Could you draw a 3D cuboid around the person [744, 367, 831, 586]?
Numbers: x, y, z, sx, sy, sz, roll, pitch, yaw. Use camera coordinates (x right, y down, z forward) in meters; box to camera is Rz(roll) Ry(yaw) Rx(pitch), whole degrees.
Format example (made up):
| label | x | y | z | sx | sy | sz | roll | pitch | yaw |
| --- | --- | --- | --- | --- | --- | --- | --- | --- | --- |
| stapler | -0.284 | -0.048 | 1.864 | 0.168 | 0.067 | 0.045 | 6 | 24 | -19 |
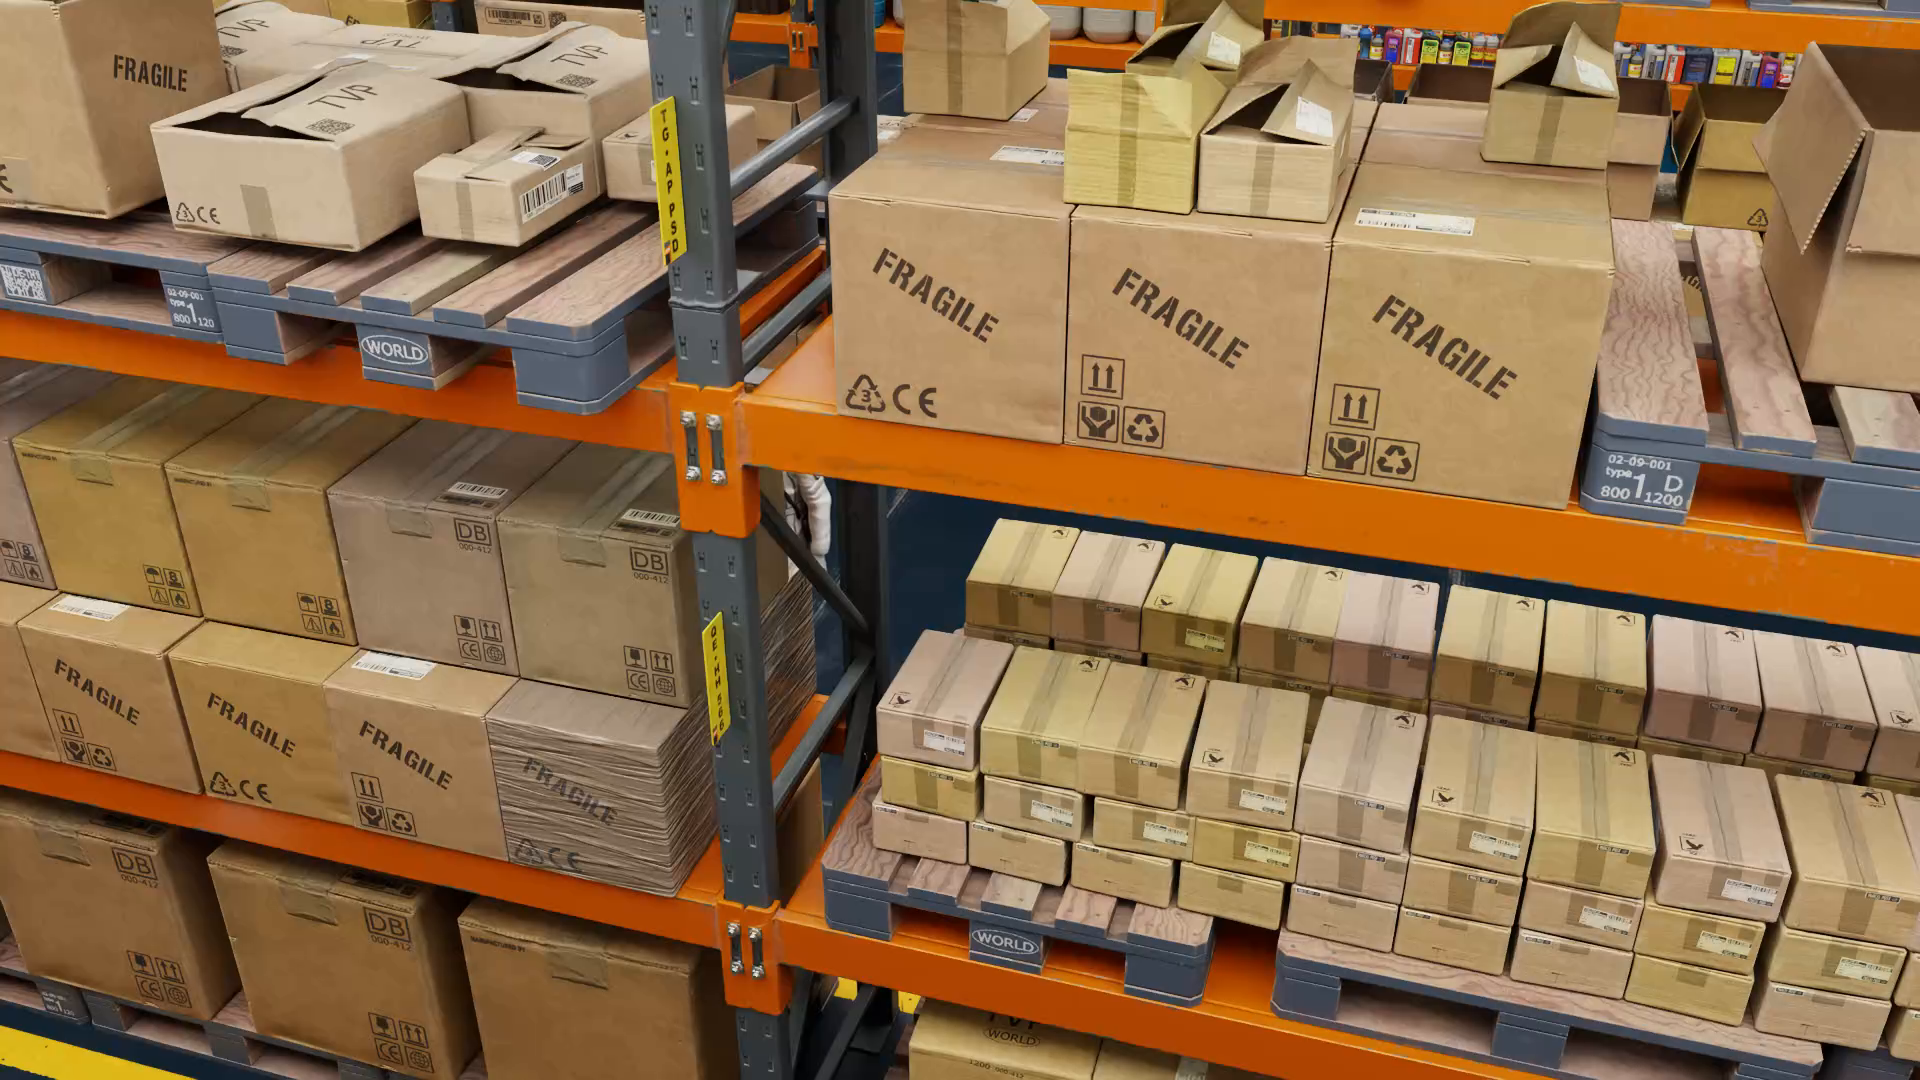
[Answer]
| label | x | y | z | sx | sy | sz | roll | pitch | yaw |
| --- | --- | --- | --- | --- | --- | --- | --- | --- | --- |
| person | -0.813 | 0.032 | 7.066 | 0.540 | 1.664 | 0.405 | 8 | 30 | 13 |
